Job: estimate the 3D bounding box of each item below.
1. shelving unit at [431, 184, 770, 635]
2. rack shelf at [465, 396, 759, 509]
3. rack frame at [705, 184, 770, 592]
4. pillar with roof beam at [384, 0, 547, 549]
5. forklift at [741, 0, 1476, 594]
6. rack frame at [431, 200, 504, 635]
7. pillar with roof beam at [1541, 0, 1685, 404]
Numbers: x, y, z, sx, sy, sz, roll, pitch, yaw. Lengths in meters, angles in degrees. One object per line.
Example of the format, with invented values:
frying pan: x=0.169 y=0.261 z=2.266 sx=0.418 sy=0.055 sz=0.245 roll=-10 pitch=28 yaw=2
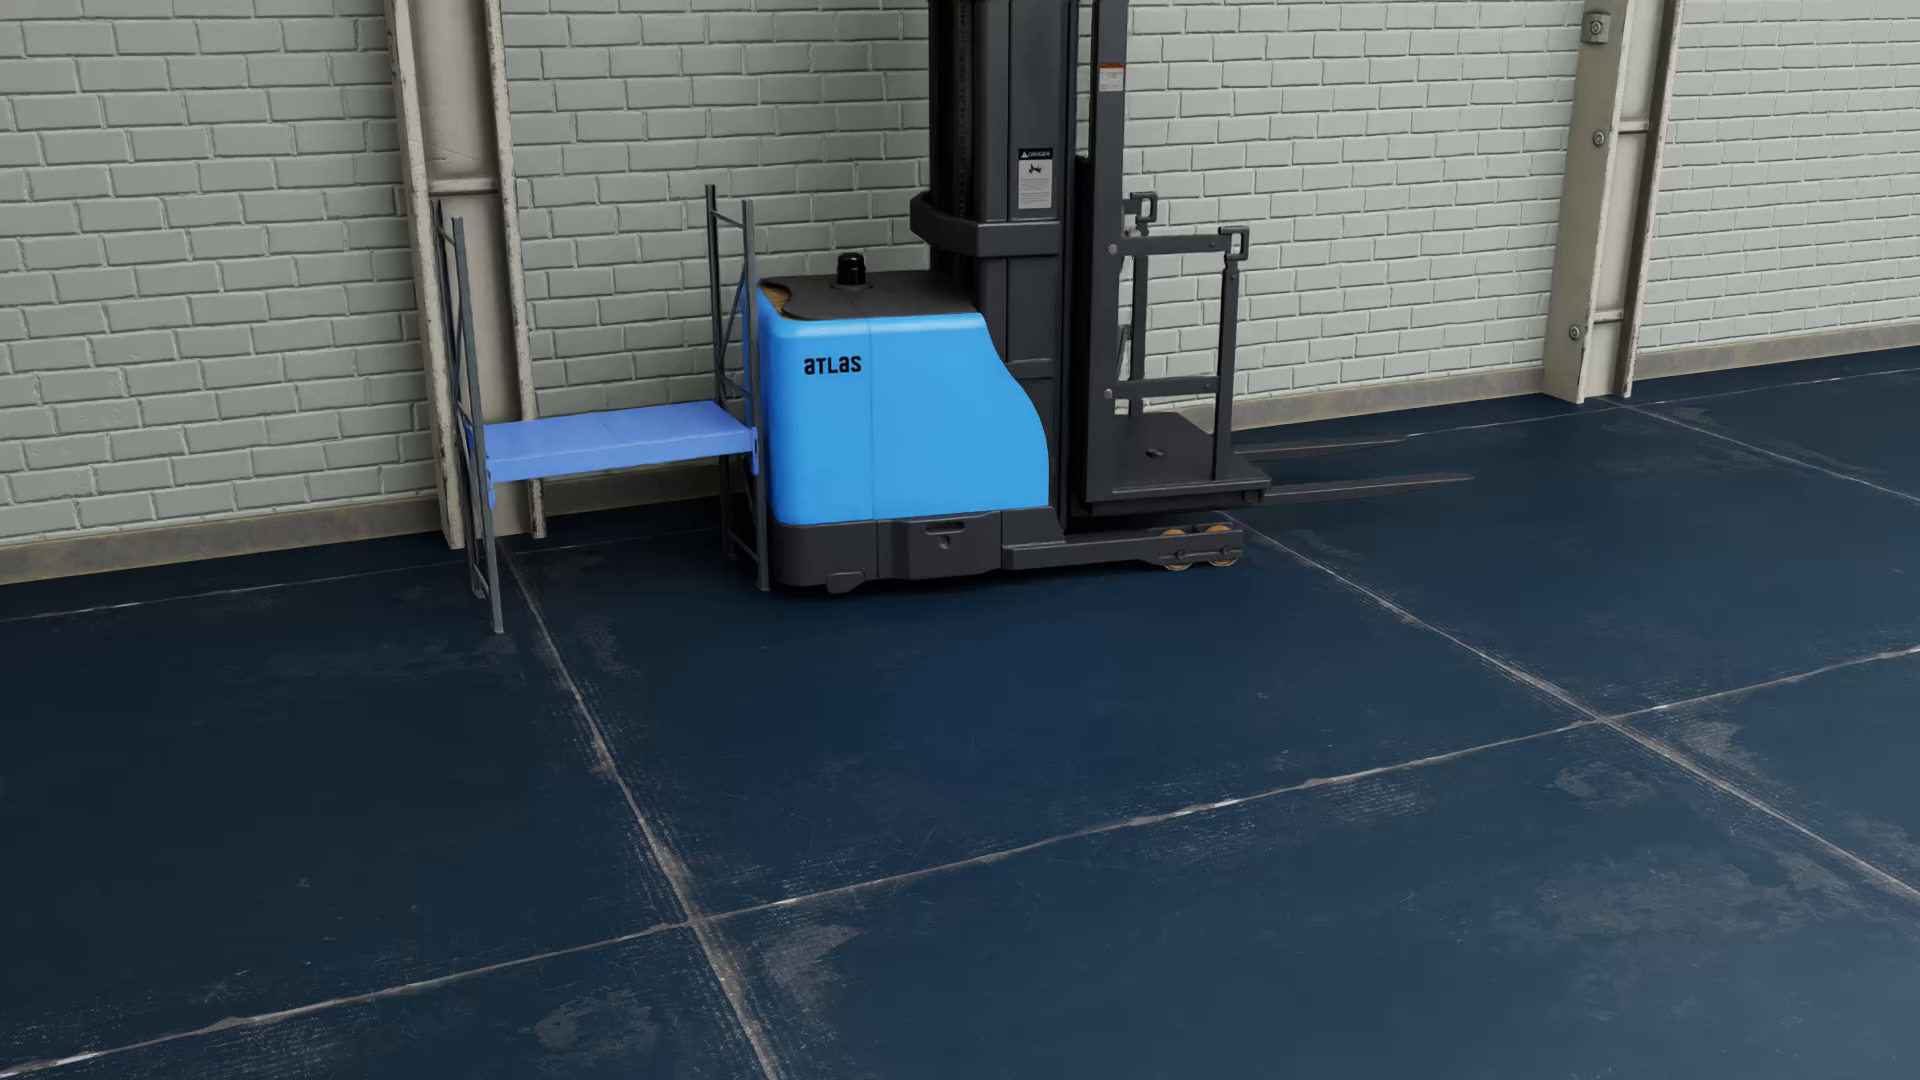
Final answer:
shelving unit: x=-1.321 y=-0.512 z=6.219 sx=1.048 sy=1.500 sz=0.538 roll=-9 pitch=21 yaw=-24
rack shelf: x=-1.321 y=-0.343 z=6.279 sx=1.000 sy=0.185 sz=0.538 roll=-9 pitch=21 yaw=-24
rack frame: x=-0.860 y=-0.584 z=6.422 sx=0.032 sy=1.500 sz=0.500 roll=-9 pitch=21 yaw=-24
pillar with roof beam: x=-0.290 y=-2.966 z=1.896 sx=0.400 sy=9.000 sz=9.100 roll=-8 pitch=21 yaw=-22
forklift: x=0.658 y=-1.422 z=6.647 sx=3.031 sy=2.935 sz=1.130 roll=-5 pitch=20 yaw=-13
rack frame: x=-1.781 y=-0.441 z=6.016 sx=0.032 sy=1.500 sz=0.500 roll=-9 pitch=21 yaw=-24
pillar with roof beam: x=5.219 y=-3.755 z=4.138 sx=0.400 sy=9.000 sz=9.100 roll=-8 pitch=21 yaw=-22
